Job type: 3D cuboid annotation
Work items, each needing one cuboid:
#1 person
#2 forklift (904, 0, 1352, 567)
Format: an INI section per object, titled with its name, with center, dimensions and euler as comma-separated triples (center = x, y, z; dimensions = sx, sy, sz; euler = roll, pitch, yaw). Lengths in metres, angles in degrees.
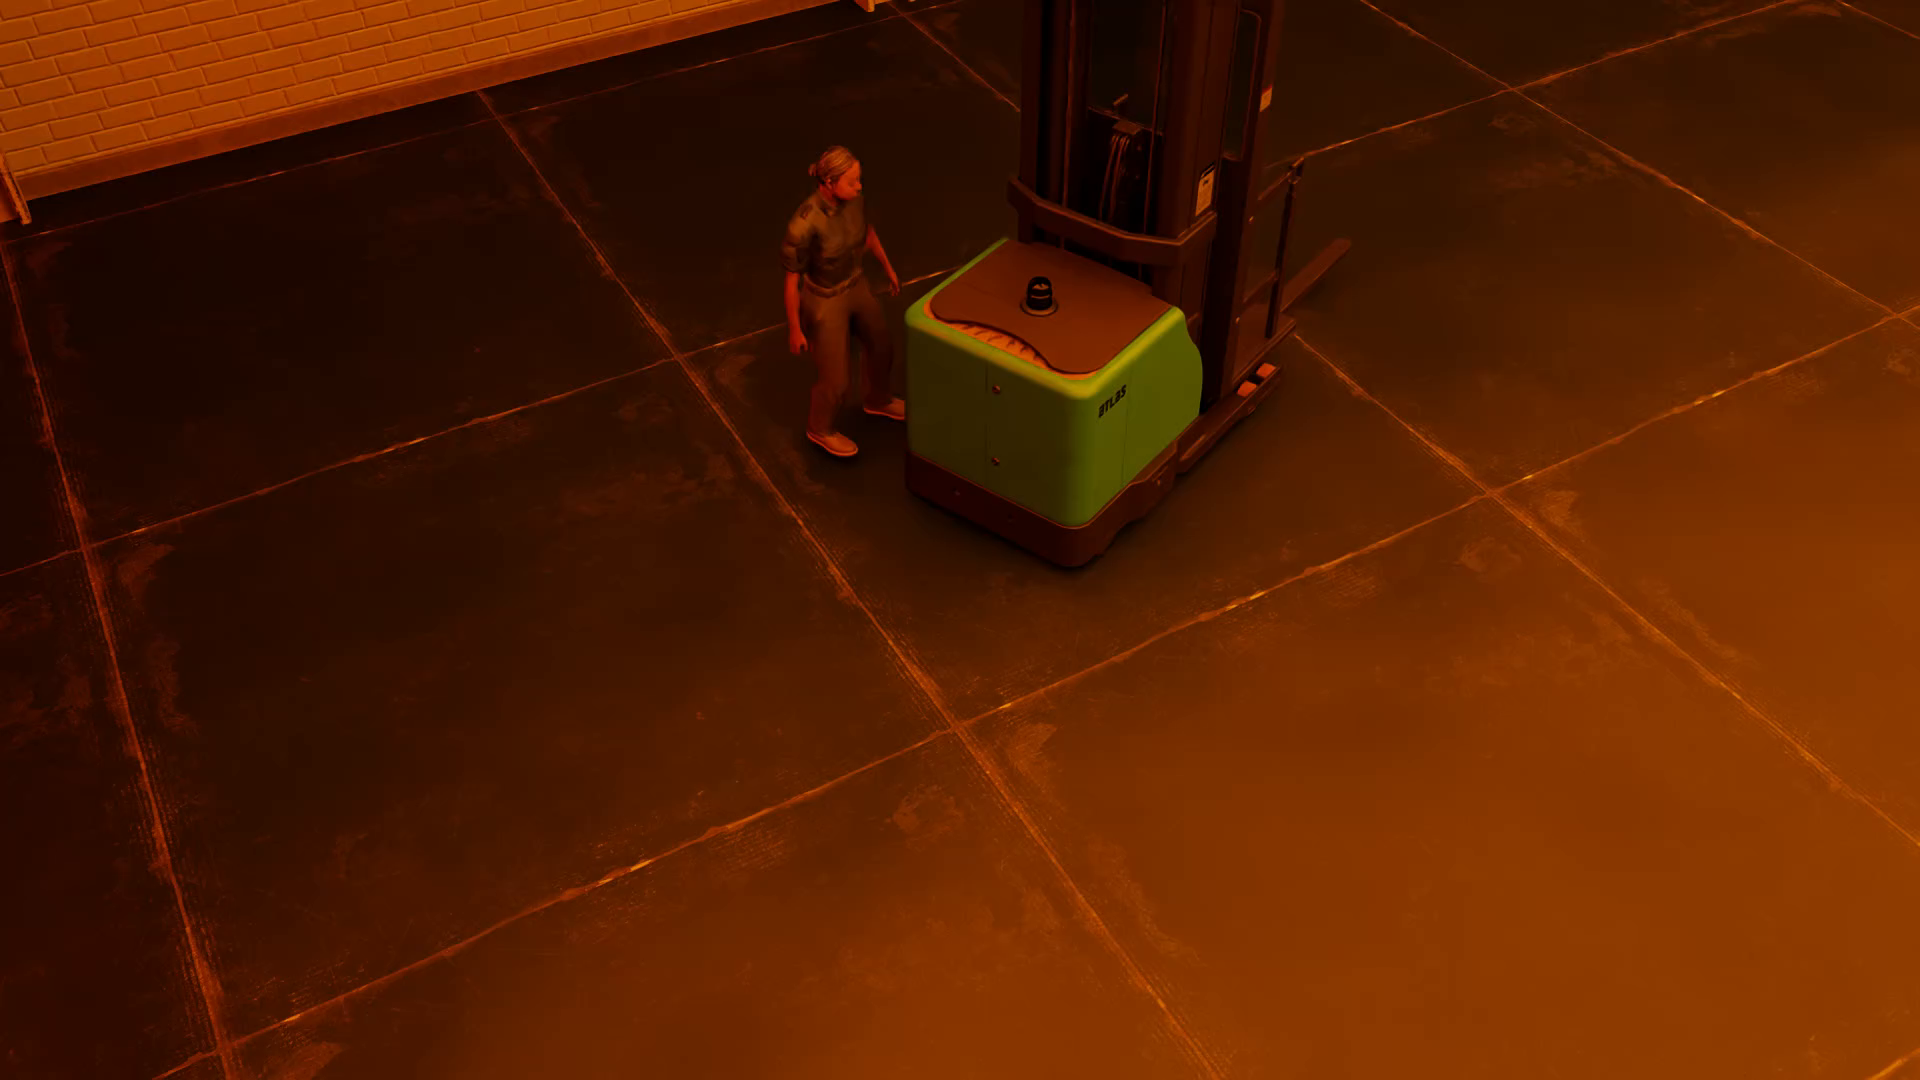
[person]
center = -0.538, -1.124, 7.808
dimensions = 0.374, 1.635, 0.696
euler = 26, 49, 25
[forklift]
center = 1.022, -1.905, 7.752
dimensions = 1.130, 2.935, 3.031
euler = 27, 49, 26
